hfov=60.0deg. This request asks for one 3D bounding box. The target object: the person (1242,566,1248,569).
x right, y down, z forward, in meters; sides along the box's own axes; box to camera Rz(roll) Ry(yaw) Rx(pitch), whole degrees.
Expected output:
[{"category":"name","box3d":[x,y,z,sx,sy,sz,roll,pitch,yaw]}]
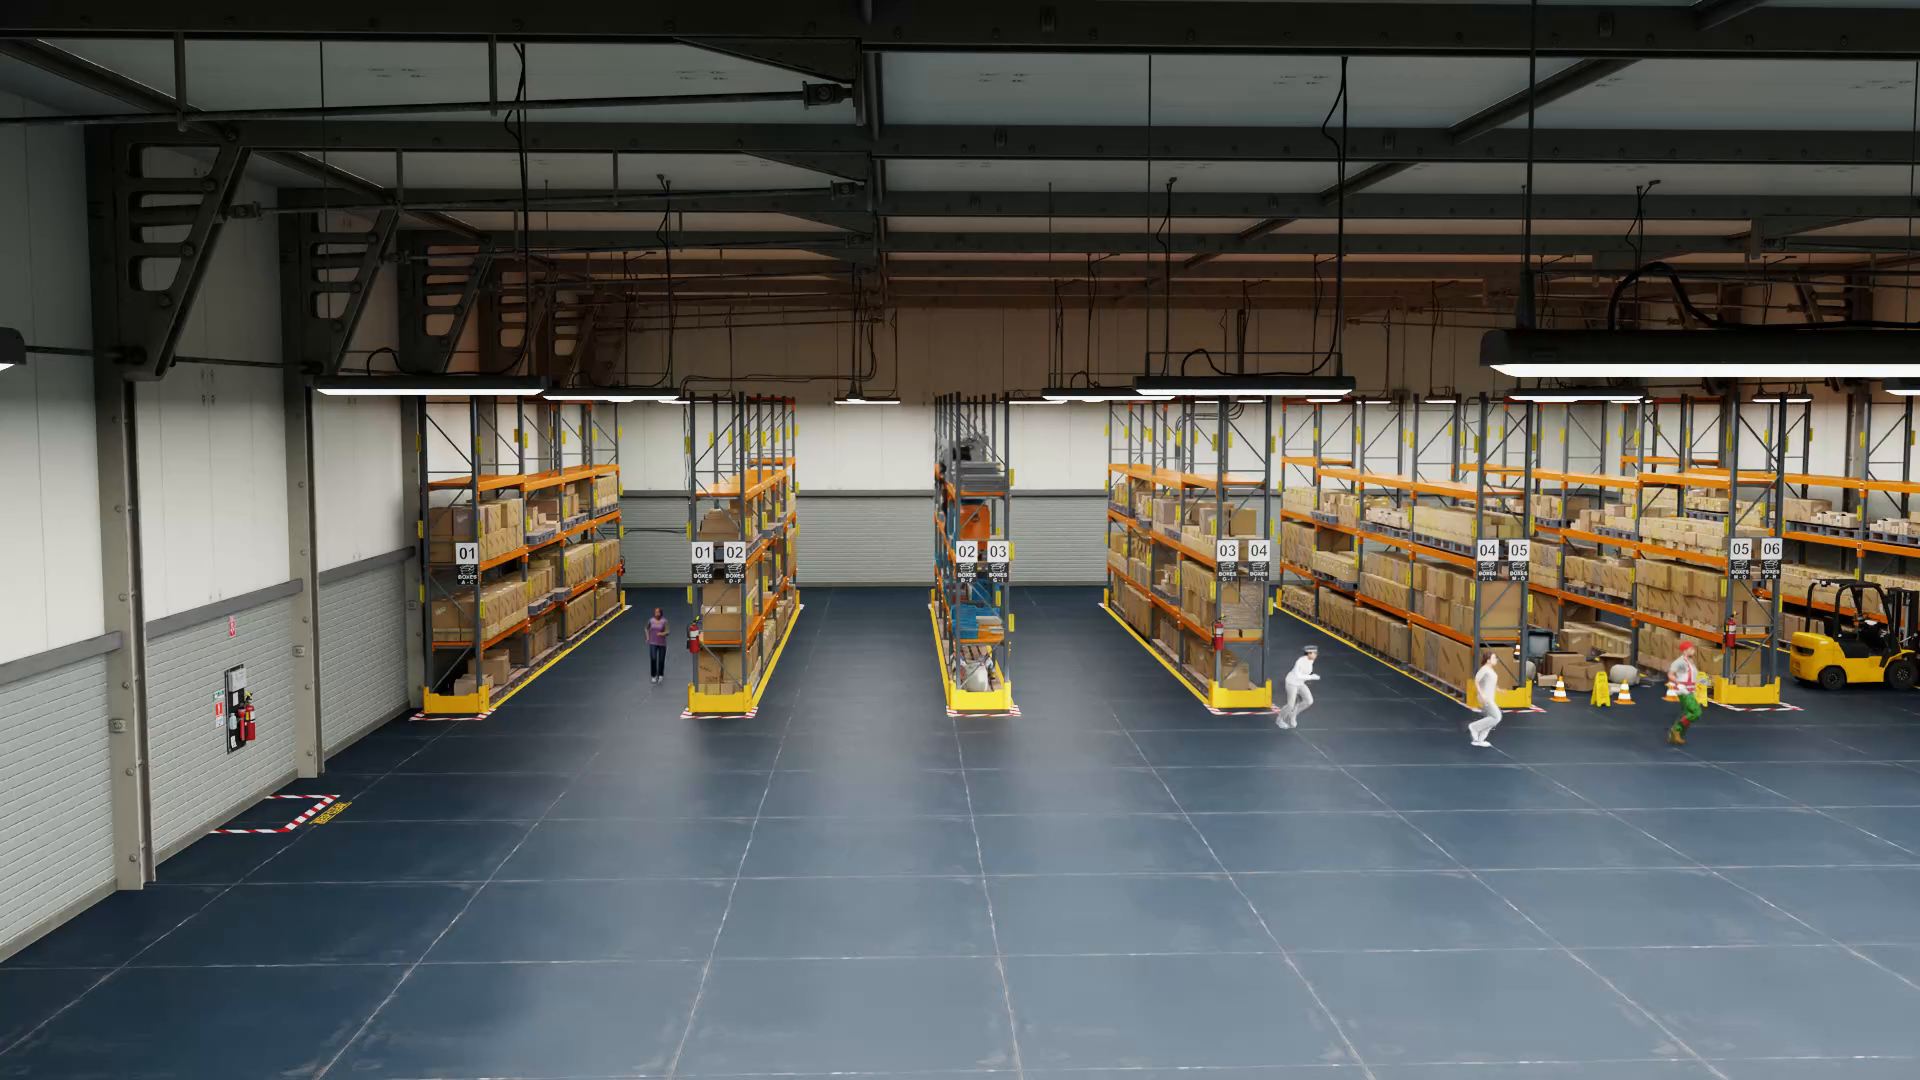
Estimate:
[{"category":"person","box3d":[7.895,1.113,47.848,0.782,1.567,0.541,1,5,16]}]

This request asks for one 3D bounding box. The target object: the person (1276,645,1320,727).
[{"category":"person","box3d":[6.039,2.592,29.550,0.886,1.517,0.641,4,6,41]}]

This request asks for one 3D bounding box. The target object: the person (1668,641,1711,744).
[{"category":"person","box3d":[12.323,2.581,28.122,0.619,1.740,0.633,4,6,38]}]

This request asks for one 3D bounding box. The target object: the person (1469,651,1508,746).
[{"category":"person","box3d":[8.894,2.674,27.984,0.592,1.620,0.556,3,5,32]}]

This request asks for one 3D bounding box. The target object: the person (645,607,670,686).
[{"category":"person","box3d":[-6.227,2.191,34.216,0.503,1.602,0.682,-1,5,-10]}]
